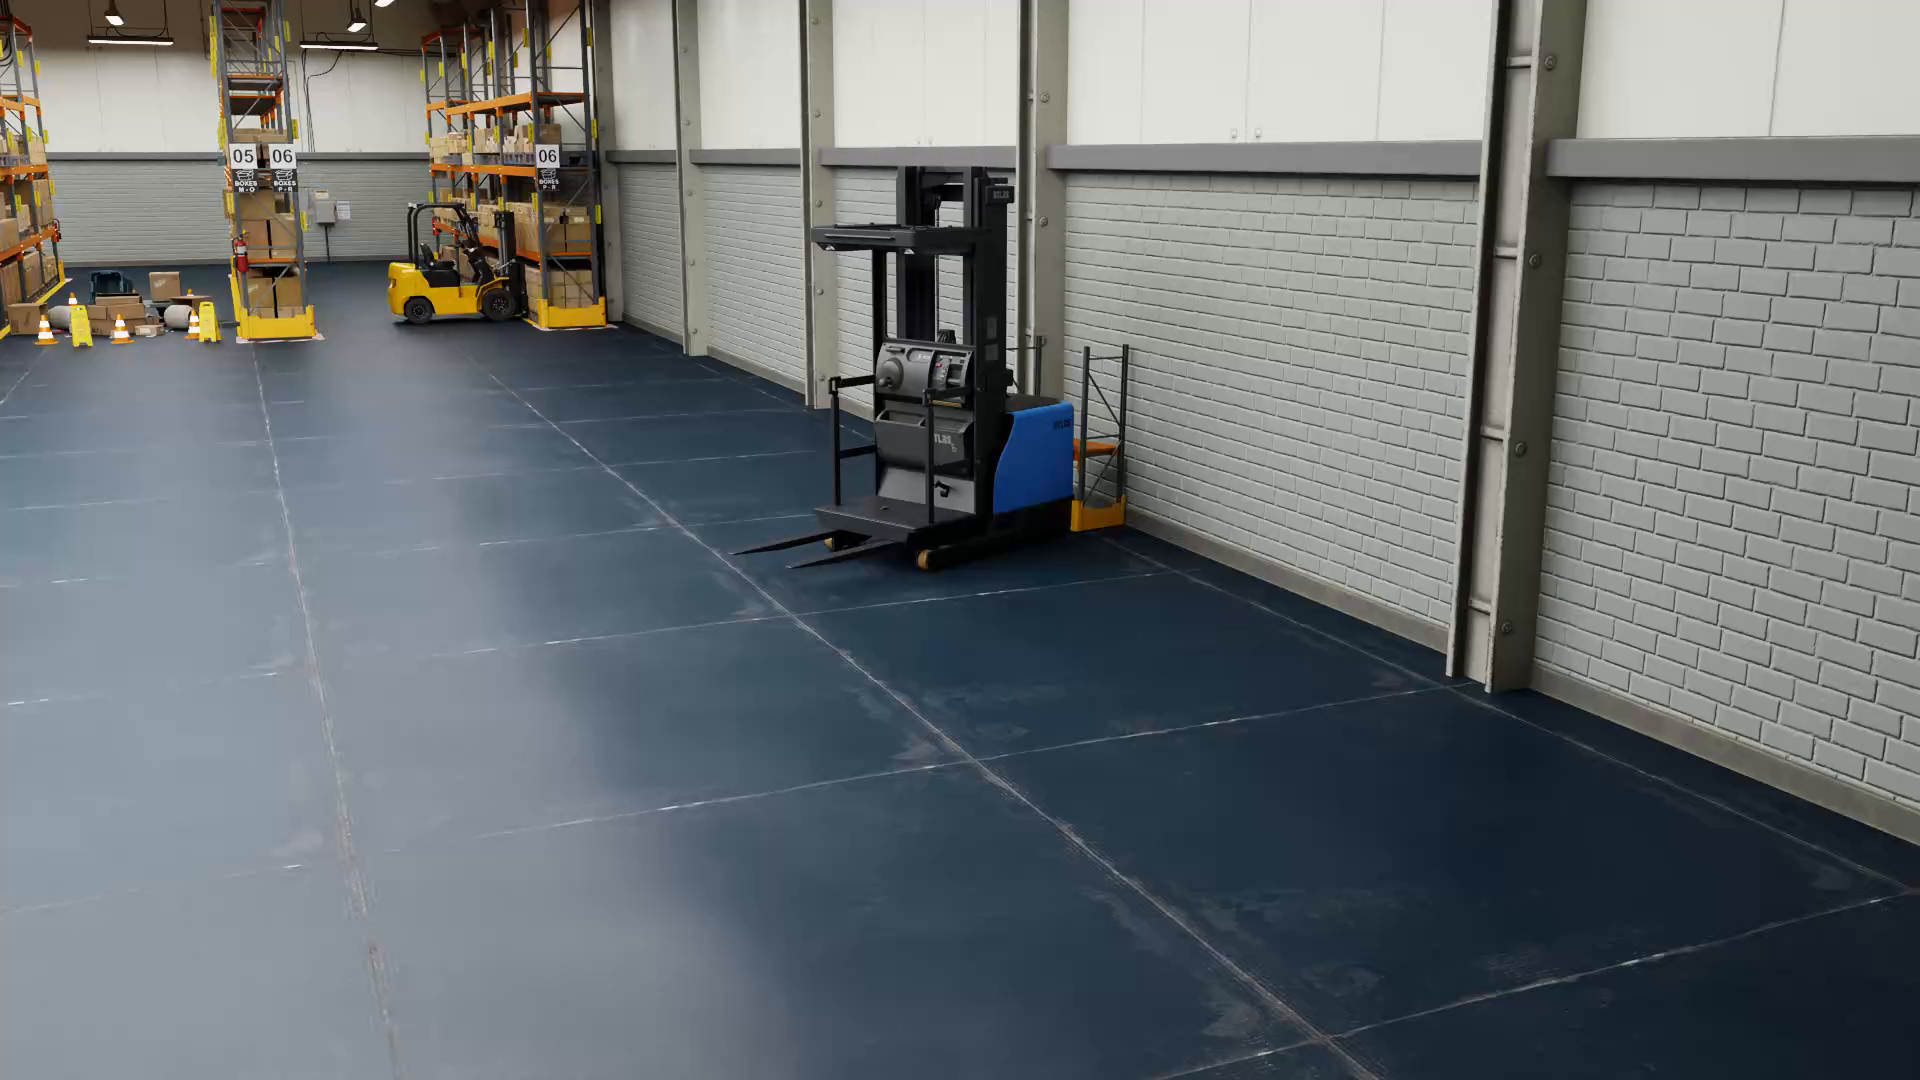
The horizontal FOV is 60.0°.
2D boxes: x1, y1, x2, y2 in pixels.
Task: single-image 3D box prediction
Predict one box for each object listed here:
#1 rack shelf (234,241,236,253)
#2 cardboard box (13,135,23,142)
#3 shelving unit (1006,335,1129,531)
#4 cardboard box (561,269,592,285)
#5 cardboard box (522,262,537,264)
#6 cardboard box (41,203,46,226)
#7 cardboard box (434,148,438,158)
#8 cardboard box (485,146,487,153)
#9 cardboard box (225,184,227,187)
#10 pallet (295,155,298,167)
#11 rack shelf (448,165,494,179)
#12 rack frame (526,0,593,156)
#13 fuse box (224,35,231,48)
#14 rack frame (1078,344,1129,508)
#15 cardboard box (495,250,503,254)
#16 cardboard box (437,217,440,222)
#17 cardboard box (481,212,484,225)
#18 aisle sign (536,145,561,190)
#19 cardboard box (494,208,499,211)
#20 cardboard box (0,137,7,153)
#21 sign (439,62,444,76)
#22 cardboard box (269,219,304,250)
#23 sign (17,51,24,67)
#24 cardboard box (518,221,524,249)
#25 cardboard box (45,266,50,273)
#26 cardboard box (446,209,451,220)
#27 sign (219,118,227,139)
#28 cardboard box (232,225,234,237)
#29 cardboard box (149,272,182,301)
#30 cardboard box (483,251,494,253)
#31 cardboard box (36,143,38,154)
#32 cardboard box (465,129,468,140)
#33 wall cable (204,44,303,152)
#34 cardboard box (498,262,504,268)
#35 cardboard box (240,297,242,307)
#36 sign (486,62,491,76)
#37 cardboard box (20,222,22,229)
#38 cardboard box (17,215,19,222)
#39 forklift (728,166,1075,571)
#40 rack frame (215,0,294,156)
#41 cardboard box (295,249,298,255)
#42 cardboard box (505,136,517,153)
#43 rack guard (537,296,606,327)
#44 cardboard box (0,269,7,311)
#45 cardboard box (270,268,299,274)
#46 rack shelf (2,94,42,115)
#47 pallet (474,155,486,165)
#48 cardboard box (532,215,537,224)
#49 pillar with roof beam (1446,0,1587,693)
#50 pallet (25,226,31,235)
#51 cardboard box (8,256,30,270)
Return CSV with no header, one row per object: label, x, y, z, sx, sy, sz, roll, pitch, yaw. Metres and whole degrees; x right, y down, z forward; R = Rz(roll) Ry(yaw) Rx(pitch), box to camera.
rack shelf,-13.998,-5.808,33.407,1.077,0.370,4.000,-6,14,-23
cardboard box,-20.791,-8.838,36.592,0.380,0.149,0.250,-6,14,-24
shelving unit,0.826,-0.923,13.978,0.587,1.500,1.083,-9,15,-41
cardboard box,-7.067,-4.836,30.564,0.500,0.250,0.500,-6,14,-24
cardboard box,-8.549,-5.312,32.617,0.500,0.250,0.500,-6,14,-23
cardboard box,-21.238,-7.458,38.059,0.500,0.500,0.500,-6,14,-24
cardboard box,-13.114,-9.880,42.429,0.500,0.250,0.500,-6,14,-25
cardboard box,-9.678,-8.146,34.665,0.380,0.149,0.250,-6,14,-24
cardboard box,-18.073,-8.635,41.589,0.500,0.500,0.500,-6,14,-24
pallet,-13.347,-7.252,31.817,1.213,0.211,1.003,-6,14,-23
rack shelf,-11.054,-8.545,38.580,1.077,0.370,4.000,-6,14,-23
rack frame,-7.048,-8.291,29.234,1.000,3.000,0.127,-6,14,-23
fuse box,-20.505,-13.840,46.117,0.513,0.334,0.176,-6,14,-23
rack frame,1.169,-0.840,13.600,0.500,1.500,0.032,-9,15,-41
cardboard box,-10.604,-6.675,38.732,0.380,0.149,0.250,-6,14,-24
cardboard box,-13.577,-8.458,43.821,0.380,0.149,0.250,-6,14,-23
cardboard box,-10.099,-6.974,36.074,0.500,0.250,0.500,-5,14,-21
aisle sign,-7.291,-6.594,29.444,0.394,0.787,0.004,-6,14,-23
cardboard box,-9.387,-6.759,34.261,0.380,0.149,0.250,-6,14,-25
cardboard box,-18.601,-7.586,31.887,0.500,0.311,0.500,-6,14,-23
sign,-12.360,-11.218,39.637,0.100,0.325,0.005,-6,14,-23
cardboard box,-11.530,-5.235,28.457,0.500,0.500,0.500,-6,14,-24
sign,-20.390,-10.436,36.082,0.100,0.325,0.005,-6,14,-23
cardboard box,-8.102,-5.811,31.605,0.500,0.500,0.500,-6,14,-23
cardboard box,-21.300,-6.259,38.491,0.380,0.149,0.250,-6,14,-23
cardboard box,-12.497,-8.104,41.407,0.500,0.250,0.500,-6,14,-23
sign,-12.111,-6.766,27.334,0.100,0.325,0.005,-6,14,-23
cardboard box,-15.240,-6.580,35.479,0.500,0.250,0.500,-6,14,-25
cardboard box,-14.816,-4.729,31.016,0.500,0.500,0.500,-6,14,-23
cardboard box,-10.950,-6.573,38.293,0.380,0.149,0.250,-5,14,-21
cardboard box,-21.481,-8.999,38.172,0.500,0.250,0.500,-6,14,-25
cardboard box,-11.670,-9.729,39.928,0.396,0.266,0.258,-6,14,-24
wall cable,-19.850,-12.364,46.835,2.355,3.000,0.029,-6,14,-23
cardboard box,-9.174,-5.510,34.859,0.875,0.625,0.625,-6,14,-24
cardboard box,-13.208,-4.464,31.172,0.500,0.250,0.500,-6,14,-26
sign,-11.349,-11.353,40.045,0.100,0.325,0.005,-6,14,-23
cardboard box,-19.822,-6.570,34.732,0.380,0.149,0.250,-5,14,-22
cardboard box,-19.626,-6.612,34.250,0.380,0.149,0.250,-6,14,-23
forklift,-0.417,-1.322,12.583,1.130,2.935,3.031,11,17,40
rack frame,-11.595,-7.842,27.294,1.000,3.000,0.127,-6,14,-23
cardboard box,-11.687,-4.998,28.871,0.380,0.149,0.250,-6,14,-25
cardboard box,-8.541,-7.672,32.257,0.500,0.311,0.500,-5,14,-22
rack guard,-7.039,-4.145,30.171,1.175,0.500,0.348,-6,14,-23
cardboard box,-18.023,-4.506,30.244,1.050,0.750,0.750,-6,14,-23
cardboard box,-12.509,-4.773,30.842,0.500,0.500,0.500,-5,14,-22
rack shelf,-21.698,-9.914,37.851,1.077,0.370,4.000,-6,14,-23
pallet,-9.899,-8.258,36.164,1.213,0.211,1.003,-5,14,-20
cardboard box,-7.573,-5.829,30.243,0.380,0.149,0.250,-5,14,-22
pillar with roof beam,-0.832,-3.169,7.104,9.100,9.000,0.400,-6,14,-23
pallet,-20.724,-6.666,35.943,1.003,0.211,1.213,-6,14,-23
cardboard box,-19.552,-5.725,34.402,0.500,0.250,0.500,-6,14,-24
